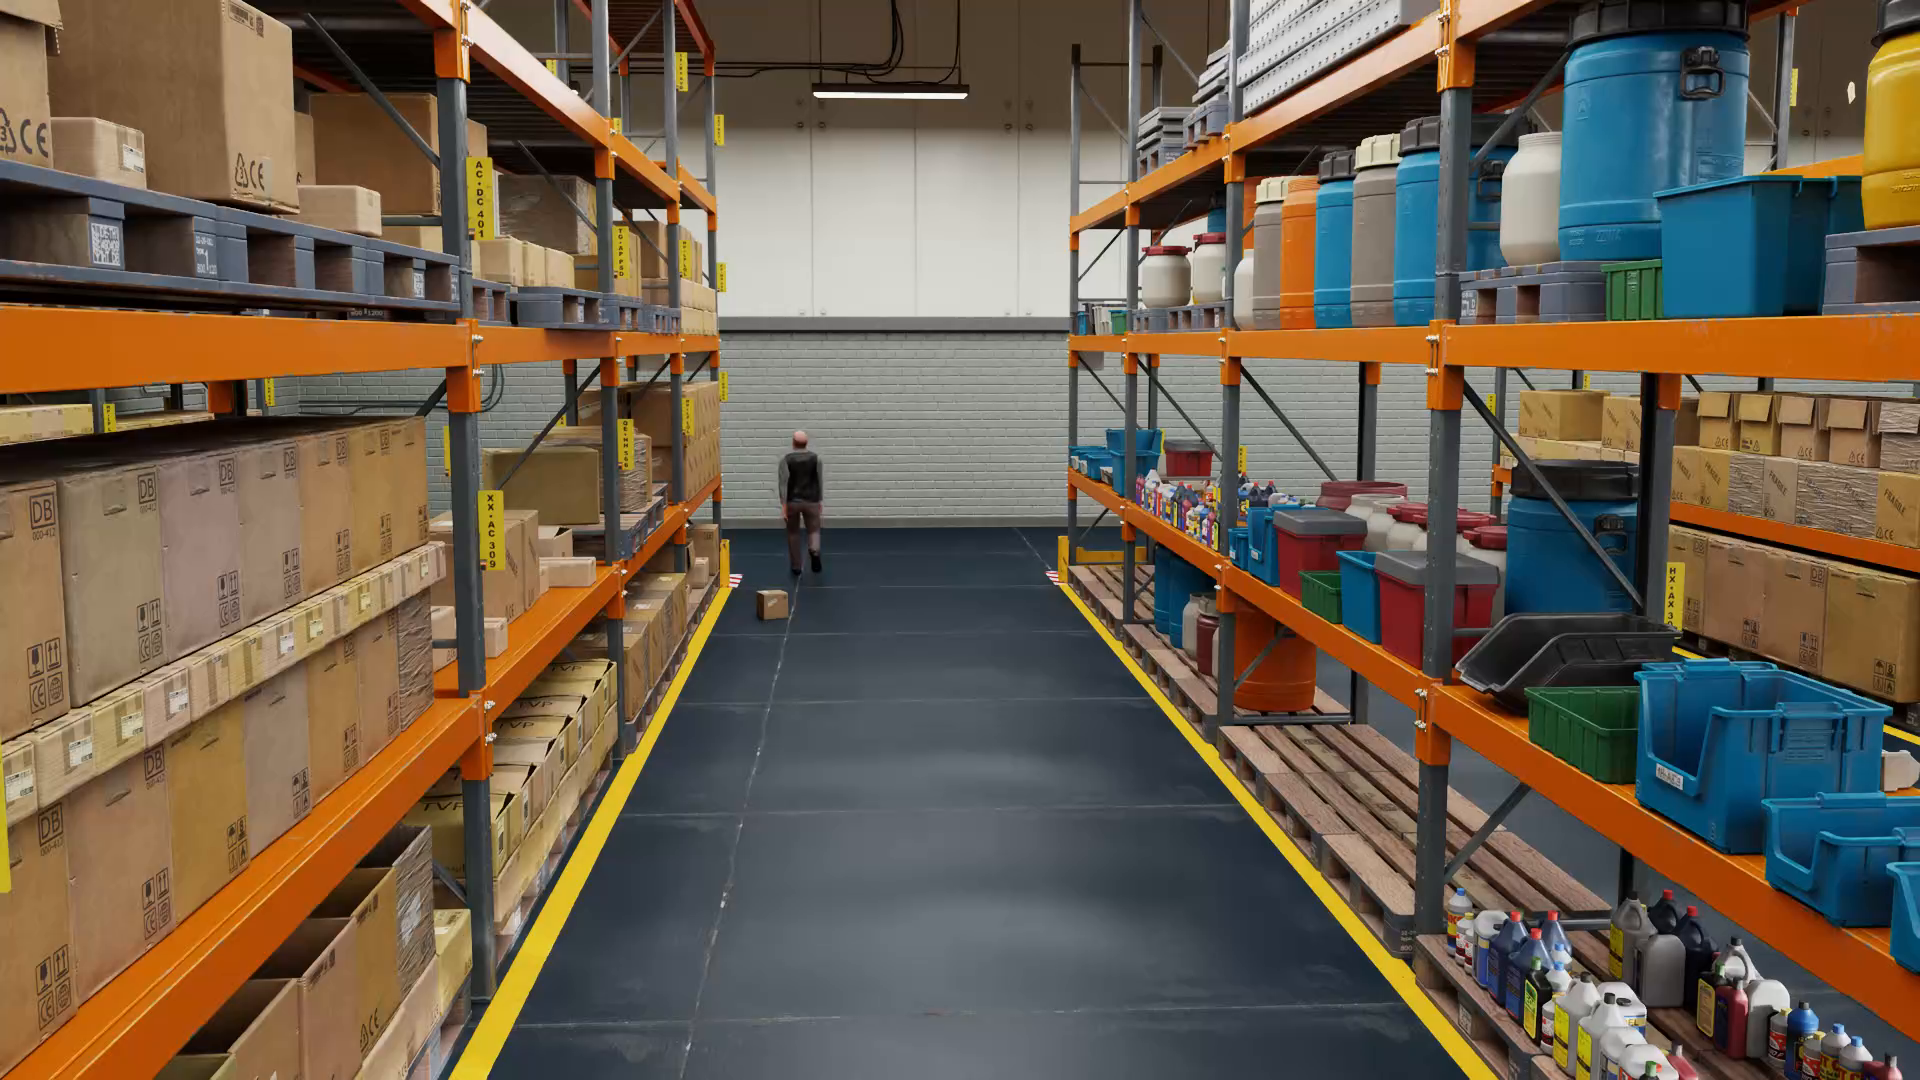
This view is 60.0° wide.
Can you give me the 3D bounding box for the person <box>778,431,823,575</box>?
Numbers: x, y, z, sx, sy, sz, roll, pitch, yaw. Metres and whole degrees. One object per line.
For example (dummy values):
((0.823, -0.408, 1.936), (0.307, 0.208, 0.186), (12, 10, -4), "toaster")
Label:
((-1.845, -0.422, 19.312), (0.531, 1.693, 0.773), (-1, 7, -11), "person")
